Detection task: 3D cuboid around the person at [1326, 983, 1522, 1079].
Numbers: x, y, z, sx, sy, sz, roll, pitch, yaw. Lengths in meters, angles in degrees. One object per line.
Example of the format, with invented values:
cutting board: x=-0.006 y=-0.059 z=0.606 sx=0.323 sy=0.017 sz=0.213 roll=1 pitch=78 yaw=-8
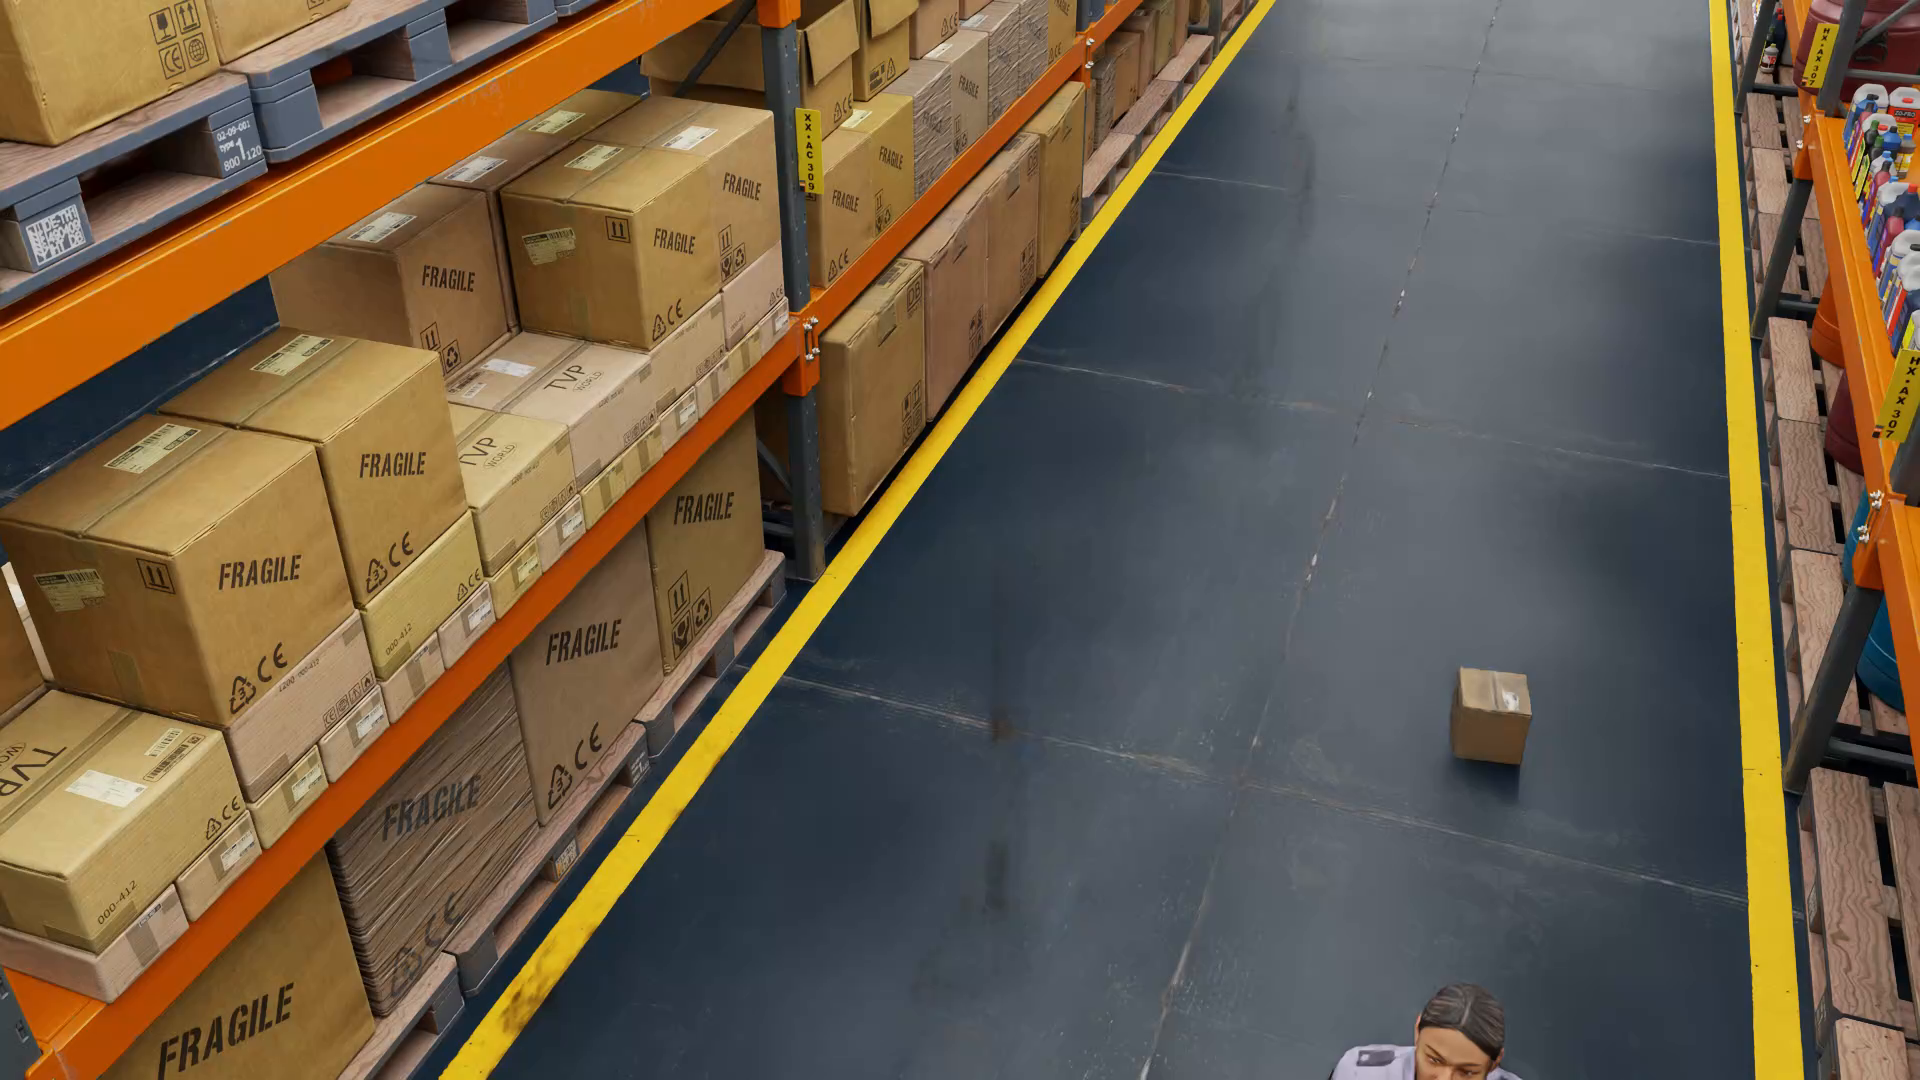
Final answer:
person: x=0.983 y=1.654 z=3.684 sx=0.478 sy=1.710 sz=0.608 roll=6 pitch=34 yaw=9
